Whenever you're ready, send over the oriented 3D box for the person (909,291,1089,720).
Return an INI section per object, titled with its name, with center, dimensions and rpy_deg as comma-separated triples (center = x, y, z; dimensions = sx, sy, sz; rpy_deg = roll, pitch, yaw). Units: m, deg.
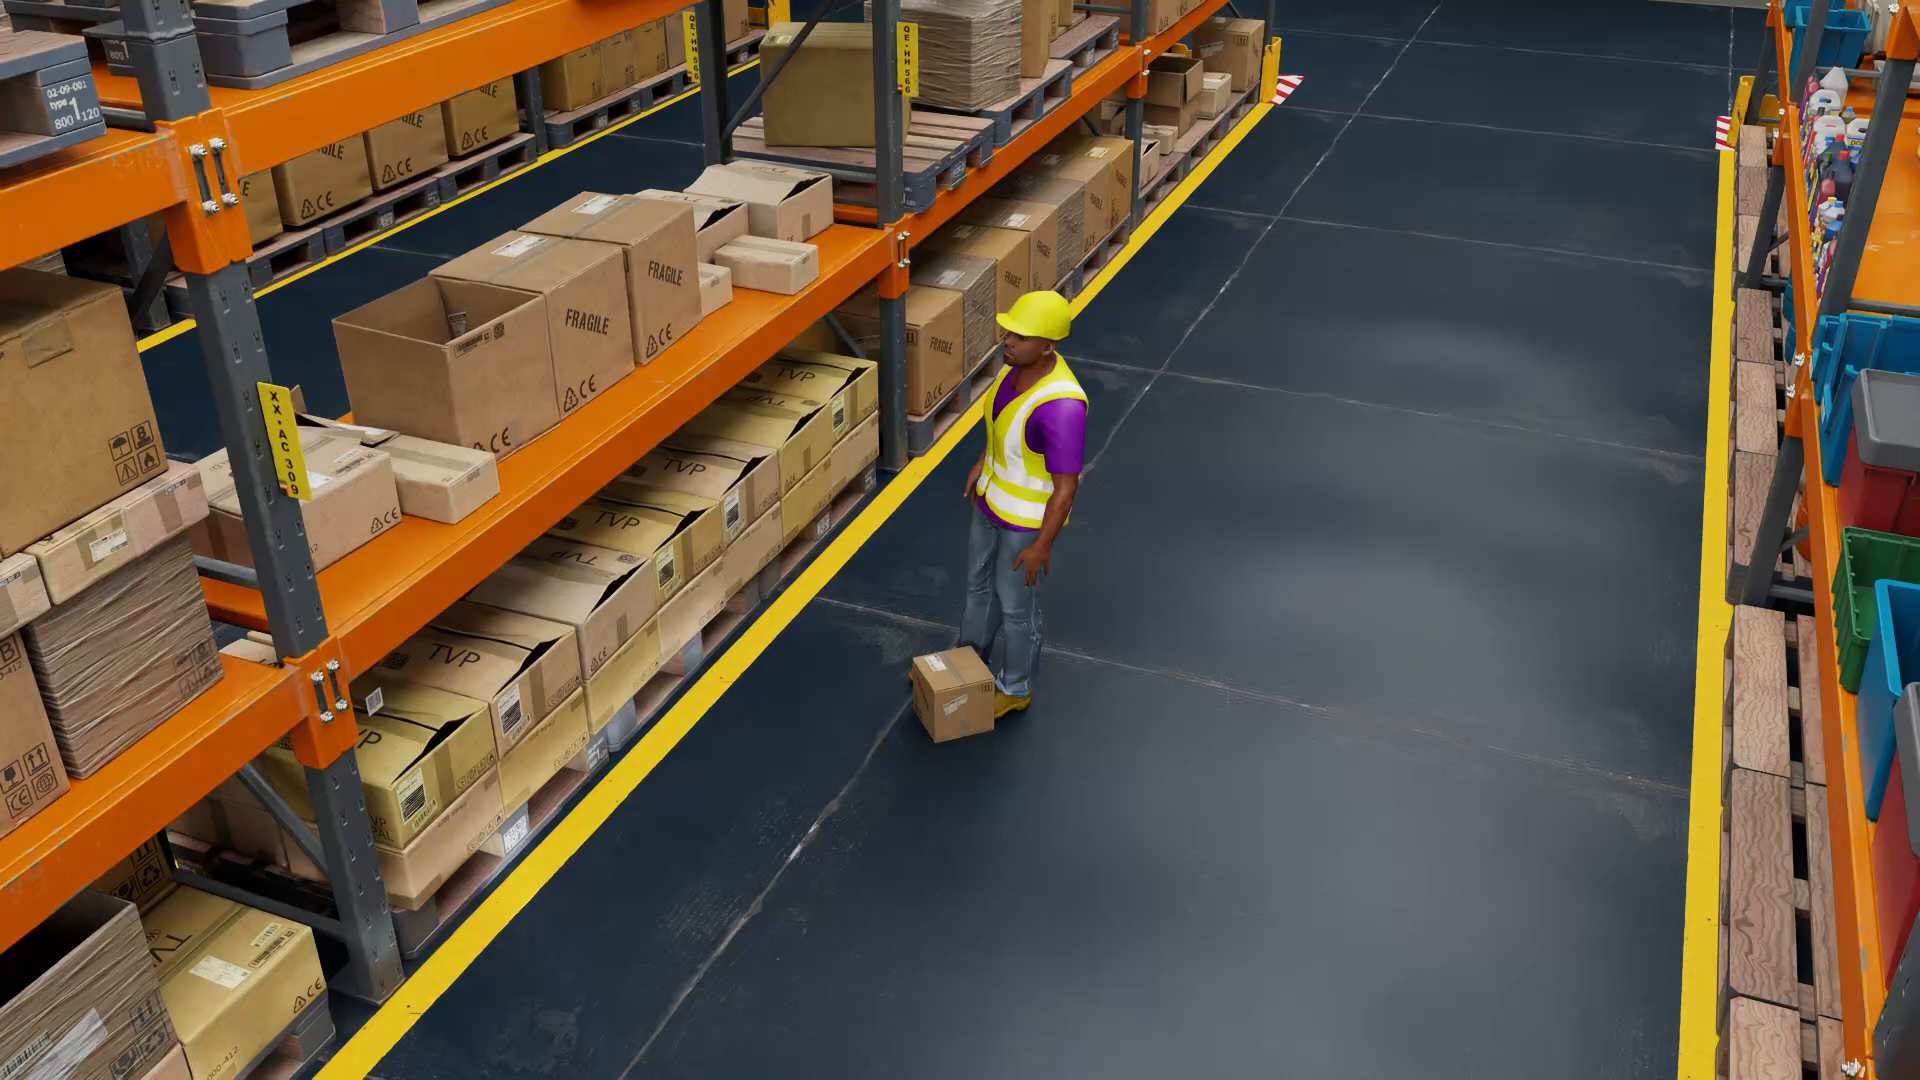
[person]
center = 0.151, -0.106, 6.273
dimensions = 0.575, 1.768, 0.665
rpy_deg = -10, 31, -17
